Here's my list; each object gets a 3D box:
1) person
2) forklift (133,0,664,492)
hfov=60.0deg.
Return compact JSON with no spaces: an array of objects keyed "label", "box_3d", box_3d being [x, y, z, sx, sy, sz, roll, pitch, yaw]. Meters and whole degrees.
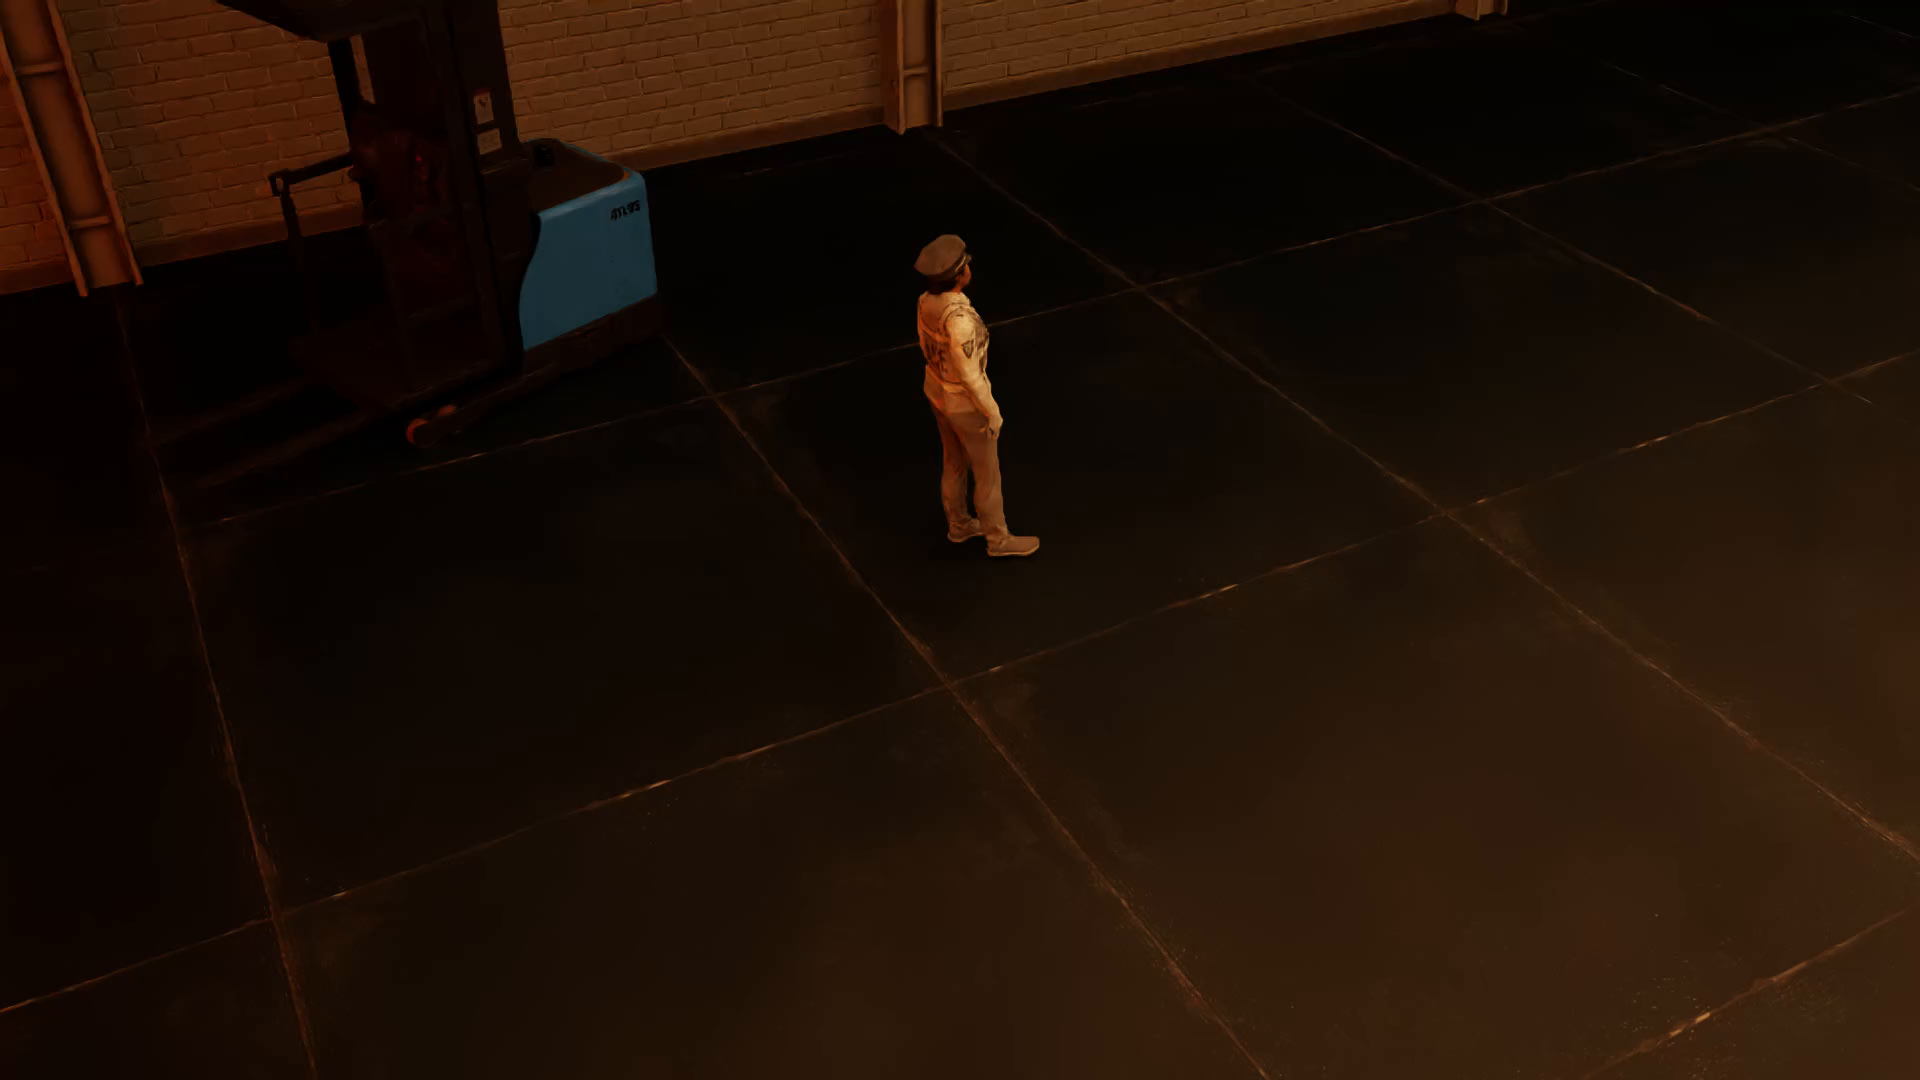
[{"label":"person","box_3d":[0.063,-0.713,8.190,0.532,1.695,0.586,-17,39,-23]},{"label":"forklift","box_3d":[-3.217,-2.047,9.019,1.130,2.935,3.031,27,44,33]}]
